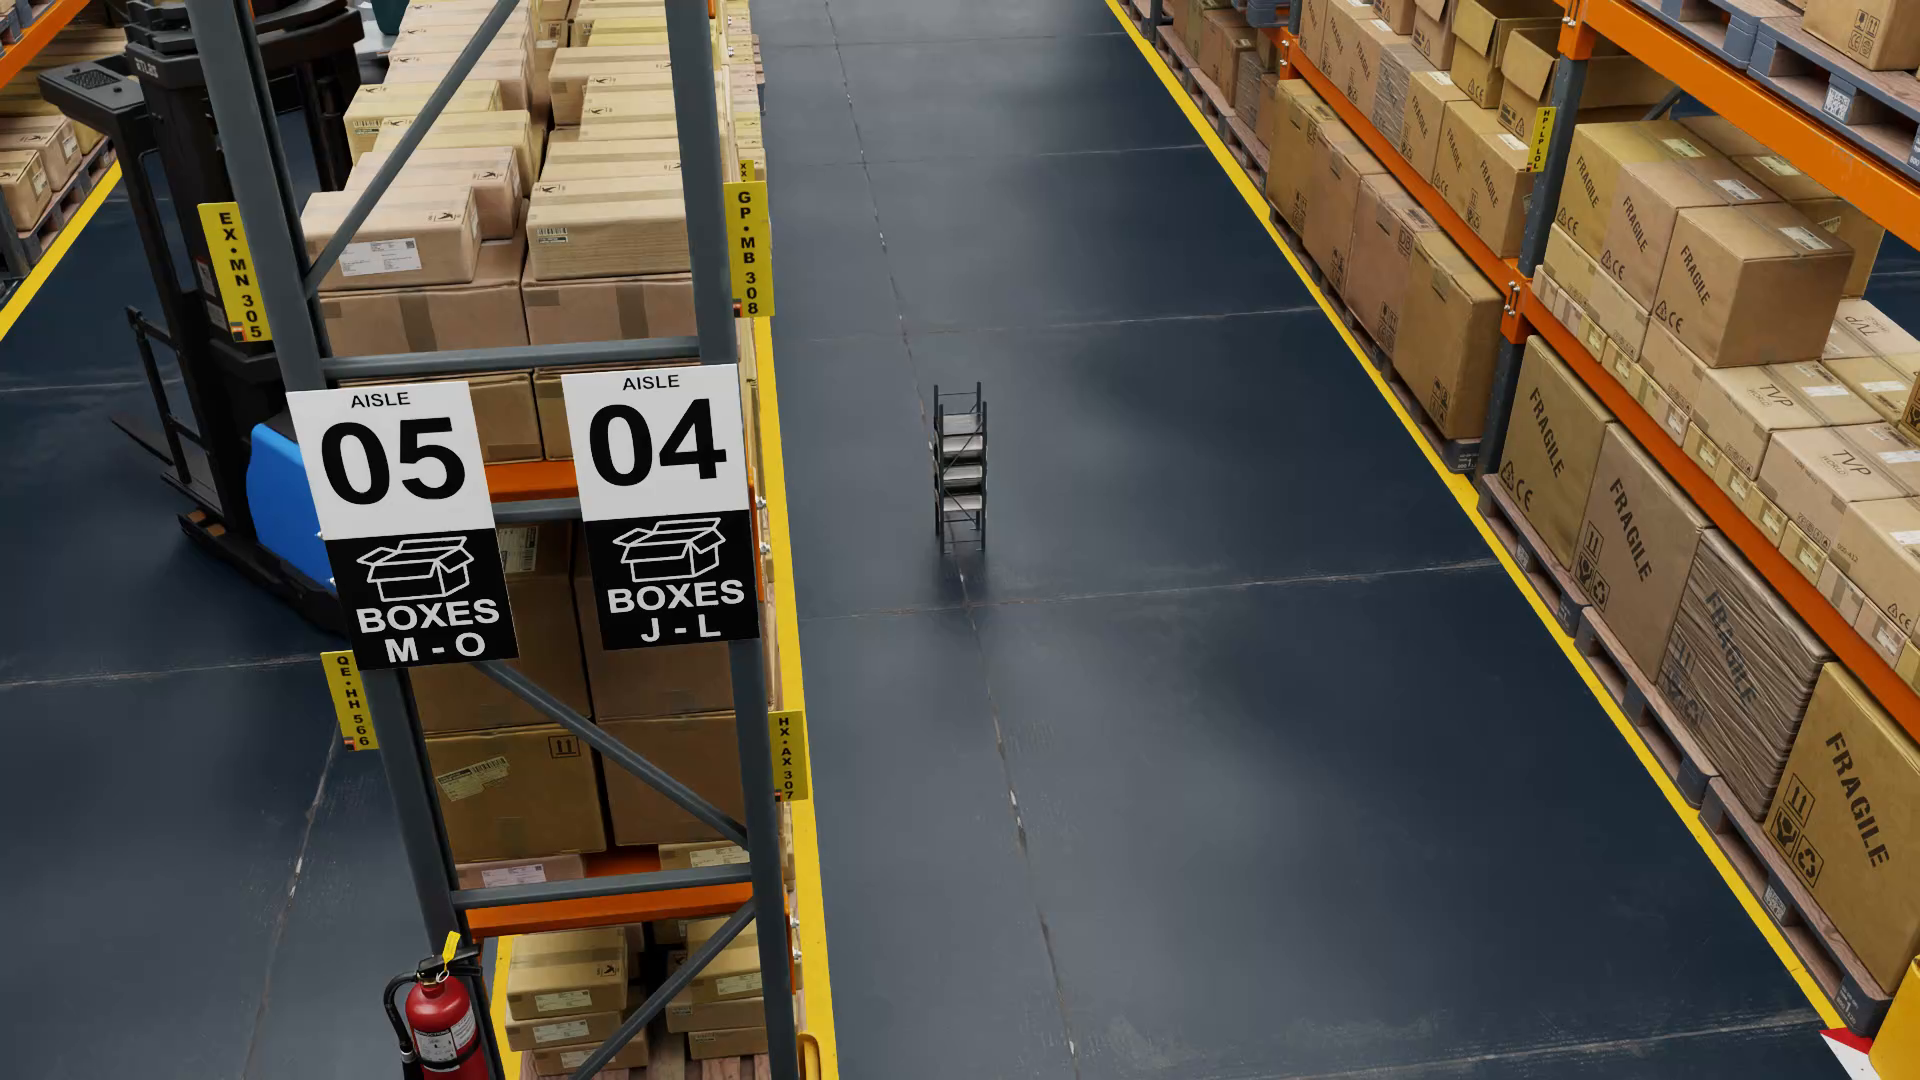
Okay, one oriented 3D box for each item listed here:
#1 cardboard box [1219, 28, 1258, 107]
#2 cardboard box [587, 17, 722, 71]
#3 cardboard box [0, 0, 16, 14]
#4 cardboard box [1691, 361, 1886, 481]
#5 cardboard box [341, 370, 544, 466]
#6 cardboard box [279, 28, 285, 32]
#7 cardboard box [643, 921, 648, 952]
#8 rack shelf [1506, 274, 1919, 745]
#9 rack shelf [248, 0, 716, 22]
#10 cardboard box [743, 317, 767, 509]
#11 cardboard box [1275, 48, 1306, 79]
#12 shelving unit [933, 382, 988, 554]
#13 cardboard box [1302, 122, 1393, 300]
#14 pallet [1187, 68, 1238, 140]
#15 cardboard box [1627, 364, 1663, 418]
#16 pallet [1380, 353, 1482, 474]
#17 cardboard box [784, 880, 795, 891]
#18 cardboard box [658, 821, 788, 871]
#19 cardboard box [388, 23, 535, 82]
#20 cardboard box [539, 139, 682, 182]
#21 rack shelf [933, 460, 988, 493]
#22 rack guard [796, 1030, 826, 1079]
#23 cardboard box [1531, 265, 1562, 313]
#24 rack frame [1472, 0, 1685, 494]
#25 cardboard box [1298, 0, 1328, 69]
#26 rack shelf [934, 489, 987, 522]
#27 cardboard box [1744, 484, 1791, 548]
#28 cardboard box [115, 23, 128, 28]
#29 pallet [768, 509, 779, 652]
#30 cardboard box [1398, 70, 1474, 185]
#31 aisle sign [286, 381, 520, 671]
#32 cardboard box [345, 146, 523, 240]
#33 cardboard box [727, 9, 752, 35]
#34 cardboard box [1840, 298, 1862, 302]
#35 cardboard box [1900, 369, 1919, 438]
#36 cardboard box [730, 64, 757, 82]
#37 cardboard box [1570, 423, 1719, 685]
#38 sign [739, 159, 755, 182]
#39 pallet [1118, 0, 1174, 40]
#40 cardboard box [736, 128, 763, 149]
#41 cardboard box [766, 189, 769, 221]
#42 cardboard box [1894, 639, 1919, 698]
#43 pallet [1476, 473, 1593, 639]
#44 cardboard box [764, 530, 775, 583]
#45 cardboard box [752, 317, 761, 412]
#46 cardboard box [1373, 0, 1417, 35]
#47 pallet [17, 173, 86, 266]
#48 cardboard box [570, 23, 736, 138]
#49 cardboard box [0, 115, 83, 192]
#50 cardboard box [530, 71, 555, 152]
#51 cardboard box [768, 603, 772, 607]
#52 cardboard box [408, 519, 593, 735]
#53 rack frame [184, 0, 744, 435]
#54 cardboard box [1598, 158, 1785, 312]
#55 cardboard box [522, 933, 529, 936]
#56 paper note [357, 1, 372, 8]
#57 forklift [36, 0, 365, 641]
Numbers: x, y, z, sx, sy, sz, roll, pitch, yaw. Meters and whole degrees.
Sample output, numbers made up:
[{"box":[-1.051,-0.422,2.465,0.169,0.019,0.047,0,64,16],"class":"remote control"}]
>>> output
[{"box":[2.560,-3.934,13.817,0.700,0.500,0.500,-2,34,-2],"class":"cardboard box"},{"box":[-0.924,-1.478,5.056,0.380,0.149,0.250,-3,34,-5],"class":"cardboard box"},{"box":[-6.852,-3.775,11.604,0.380,0.149,0.250,-4,34,-6],"class":"cardboard box"},{"box":[3.378,-0.493,6.807,0.500,0.250,0.500,-4,35,-6],"class":"cardboard box"},{"box":[-1.336,-0.416,4.295,0.500,0.250,0.500,-5,35,-7],"class":"cardboard box"},{"box":[-5.758,-4.701,14.661,0.500,0.500,0.500,-4,35,-6],"class":"cardboard box"},{"box":[-1.375,1.432,6.272,0.380,0.149,0.250,-5,35,-7],"class":"cardboard box"},{"box":[3.647,-0.143,7.064,1.077,0.370,4.000,-4,35,-6],"class":"rack shelf"},{"box":[-1.281,-2.301,4.907,1.077,0.370,4.000,-4,35,-6],"class":"rack shelf"},{"box":[-0.932,-0.426,5.599,0.500,0.500,0.500,-5,35,-7],"class":"cardboard box"},{"box":[2.720,-3.619,12.688,0.500,0.250,0.500,-3,34,-4],"class":"cardboard box"},{"box":[0.001,-0.367,8.619,0.258,0.900,0.210,-4,35,-6],"class":"shelving unit"},{"box":[3.025,-2.199,10.956,1.225,0.875,0.875,-4,35,-6],"class":"cardboard box"},{"box":[2.576,-3.752,14.196,1.003,0.211,1.213,-4,35,-6],"class":"pallet"},{"box":[3.231,-0.679,7.435,0.380,0.149,0.250,-5,35,-7],"class":"cardboard box"},{"box":[3.200,-0.829,9.907,1.003,0.211,1.213,-4,35,-6],"class":"pallet"},{"box":[-0.848,1.254,6.533,0.380,0.149,0.250,-4,34,-6],"class":"cardboard box"},{"box":[-0.731,0.893,5.127,0.380,0.149,0.250,-5,35,-7],"class":"cardboard box"},{"box":[-1.489,-1.434,4.991,0.380,0.149,0.250,-4,34,-5],"class":"cardboard box"},{"box":[-0.847,-0.895,4.200,0.380,0.149,0.250,-3,34,-4],"class":"cardboard box"},{"box":[0.001,-0.340,8.637,0.258,0.077,0.200,-4,35,-6],"class":"rack shelf"},{"box":[-1.023,1.986,5.521,1.175,0.500,0.348,-4,35,-6],"class":"rack guard"},{"box":[3.088,-1.262,8.290,0.380,0.149,0.250,-4,35,-6],"class":"cardboard box"},{"box":[3.378,-1.556,8.499,1.000,3.000,0.127,-4,35,-6],"class":"rack frame"},{"box":[2.636,-3.538,11.318,0.500,0.500,0.500,-3,34,-5],"class":"cardboard box"},{"box":[0.001,-0.191,8.739,0.258,0.077,0.200,-4,35,-6],"class":"rack shelf"},{"box":[3.368,-0.109,6.598,0.380,0.149,0.250,-4,35,-6],"class":"cardboard box"},{"box":[-7.329,-4.657,15.117,0.500,0.250,0.500,-6,35,-9],"class":"cardboard box"},{"box":[-1.425,0.287,8.269,1.003,0.211,1.213,-4,35,-6],"class":"pallet"},{"box":[2.908,-2.406,9.656,0.500,0.500,0.500,-5,35,-7],"class":"cardboard box"},{"box":[-1.300,-0.016,3.930,0.394,0.787,0.004,-4,35,-6],"class":"aisle sign"},{"box":[-1.306,-0.860,4.149,0.380,0.149,0.250,-4,34,-6],"class":"cardboard box"},{"box":[-1.462,-3.111,10.102,0.380,0.149,0.250,-3,34,-5],"class":"cardboard box"},{"box":[3.770,-1.102,7.701,0.500,0.250,0.500,-3,34,-5],"class":"cardboard box"},{"box":[3.976,-0.551,6.227,0.500,0.500,0.500,-5,35,-8],"class":"cardboard box"},{"box":[-1.322,-2.529,9.247,0.380,0.149,0.250,-3,34,-5],"class":"cardboard box"},{"box":[3.509,0.025,7.692,0.875,0.875,0.875,-4,35,-6],"class":"cardboard box"},{"box":[-1.014,-1.640,7.853,0.100,0.325,0.005,-4,35,-6],"class":"sign"},{"box":[2.177,-5.240,16.381,1.003,0.211,1.213,-4,35,-6],"class":"pallet"},{"box":[-1.191,-1.962,8.417,0.380,0.149,0.250,-3,34,-5],"class":"cardboard box"},{"box":[-1.147,-1.684,8.273,0.380,0.149,0.250,-4,34,-6],"class":"cardboard box"},{"box":[3.505,0.461,5.762,0.380,0.149,0.250,-4,34,-6],"class":"cardboard box"},{"box":[3.403,0.026,8.653,1.003,0.211,1.213,-4,35,-6],"class":"pallet"},{"box":[-1.091,0.095,7.971,0.380,0.149,0.250,-6,35,-8],"class":"cardboard box"},{"box":[-1.137,-0.863,7.128,0.500,0.500,0.500,-5,35,-8],"class":"cardboard box"},{"box":[3.007,-3.471,10.329,0.797,0.503,0.637,-4,34,-5],"class":"cardboard box"},{"box":[-7.083,-2.322,12.098,1.003,0.211,1.213,-4,35,-6],"class":"pallet"},{"box":[-1.011,-1.510,5.456,0.500,0.250,0.500,-6,35,-8],"class":"cardboard box"},{"box":[-7.153,-2.853,12.362,0.950,0.372,0.625,-5,35,-7],"class":"cardboard box"},{"box":[-1.463,-1.198,4.999,0.500,0.250,0.500,-4,34,-6],"class":"cardboard box"},{"box":[-0.996,0.423,7.225,0.380,0.149,0.250,-6,35,-8],"class":"cardboard box"},{"box":[-1.320,0.181,4.708,0.500,0.500,0.500,-5,35,-7],"class":"cardboard box"},{"box":[-1.012,-1.484,3.065,1.000,3.000,0.127,-4,35,-6],"class":"rack frame"},{"box":[3.248,-1.365,7.421,0.500,0.500,0.500,-4,35,-6],"class":"cardboard box"},{"box":[-1.438,1.314,6.181,0.380,0.149,0.250,-6,35,-8],"class":"cardboard box"},{"box":[-5.990,-5.408,16.798,0.148,0.019,0.142,7,35,10],"class":"paper note"},{"box":[-3.516,-1.330,8.228,3.031,2.935,1.130,26,42,33],"class":"forklift"}]
